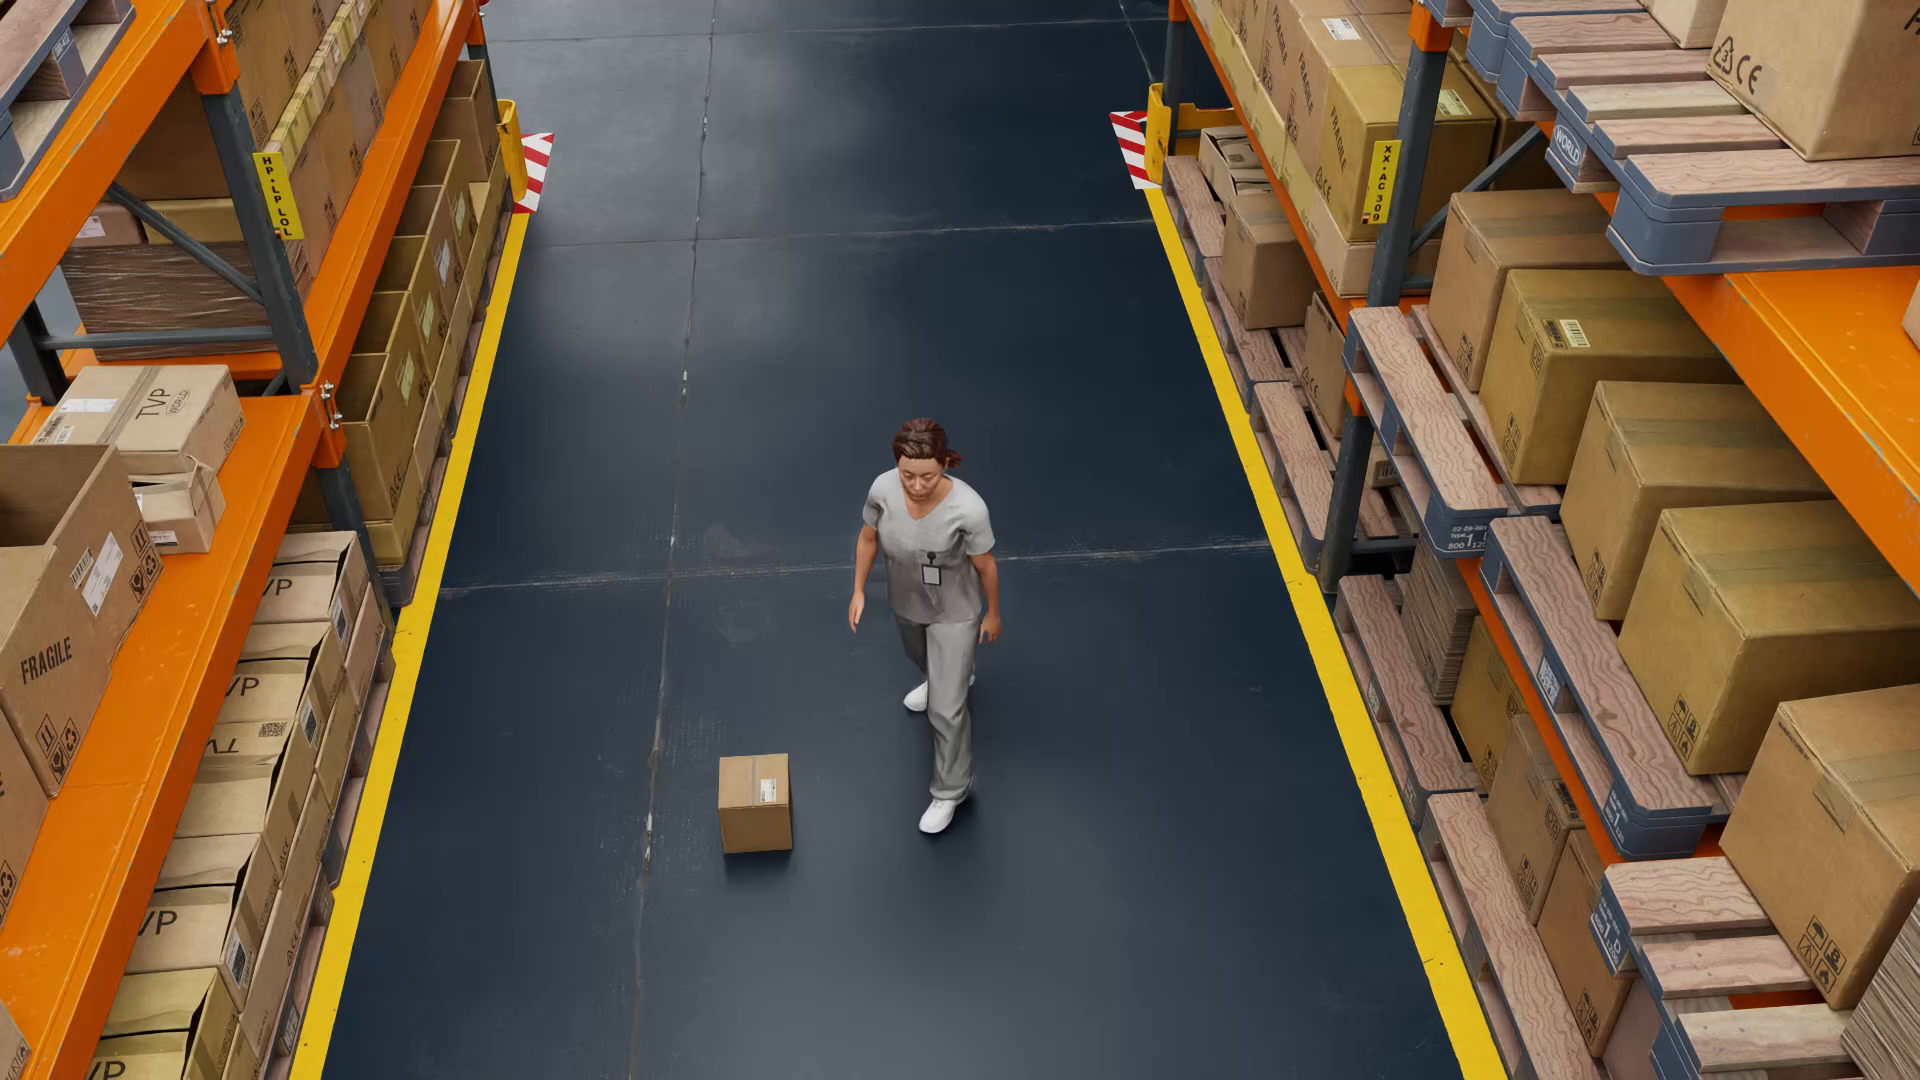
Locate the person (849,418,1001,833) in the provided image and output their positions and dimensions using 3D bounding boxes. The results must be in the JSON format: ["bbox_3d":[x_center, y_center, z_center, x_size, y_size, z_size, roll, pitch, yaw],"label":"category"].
[{"bbox_3d":[-0.093,0.192,5.937,0.515,1.639,0.800,18,43,21],"label":"person"}]
